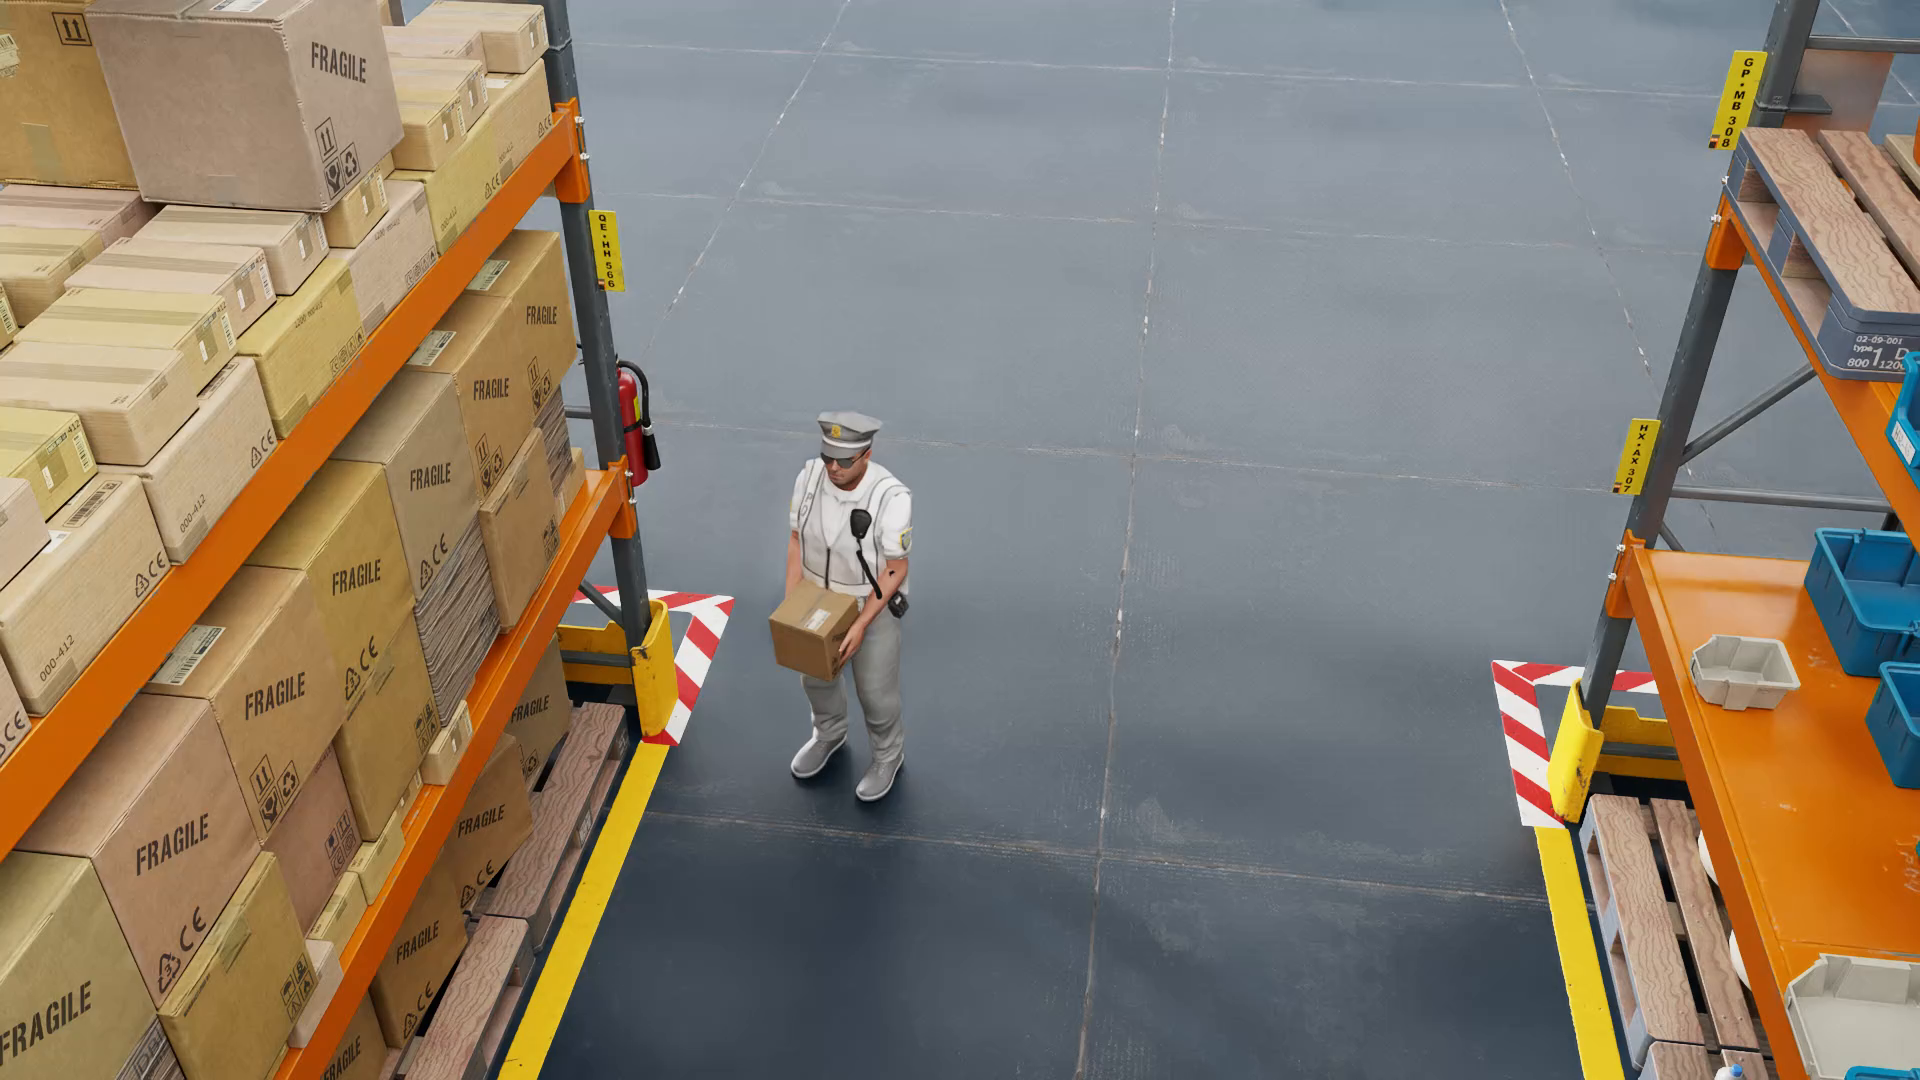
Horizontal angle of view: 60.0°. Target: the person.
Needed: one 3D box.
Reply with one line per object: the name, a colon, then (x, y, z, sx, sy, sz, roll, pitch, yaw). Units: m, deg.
person: (-0.460, 0.279, 6.630, 0.527, 1.769, 0.519, 17, 39, 22)
